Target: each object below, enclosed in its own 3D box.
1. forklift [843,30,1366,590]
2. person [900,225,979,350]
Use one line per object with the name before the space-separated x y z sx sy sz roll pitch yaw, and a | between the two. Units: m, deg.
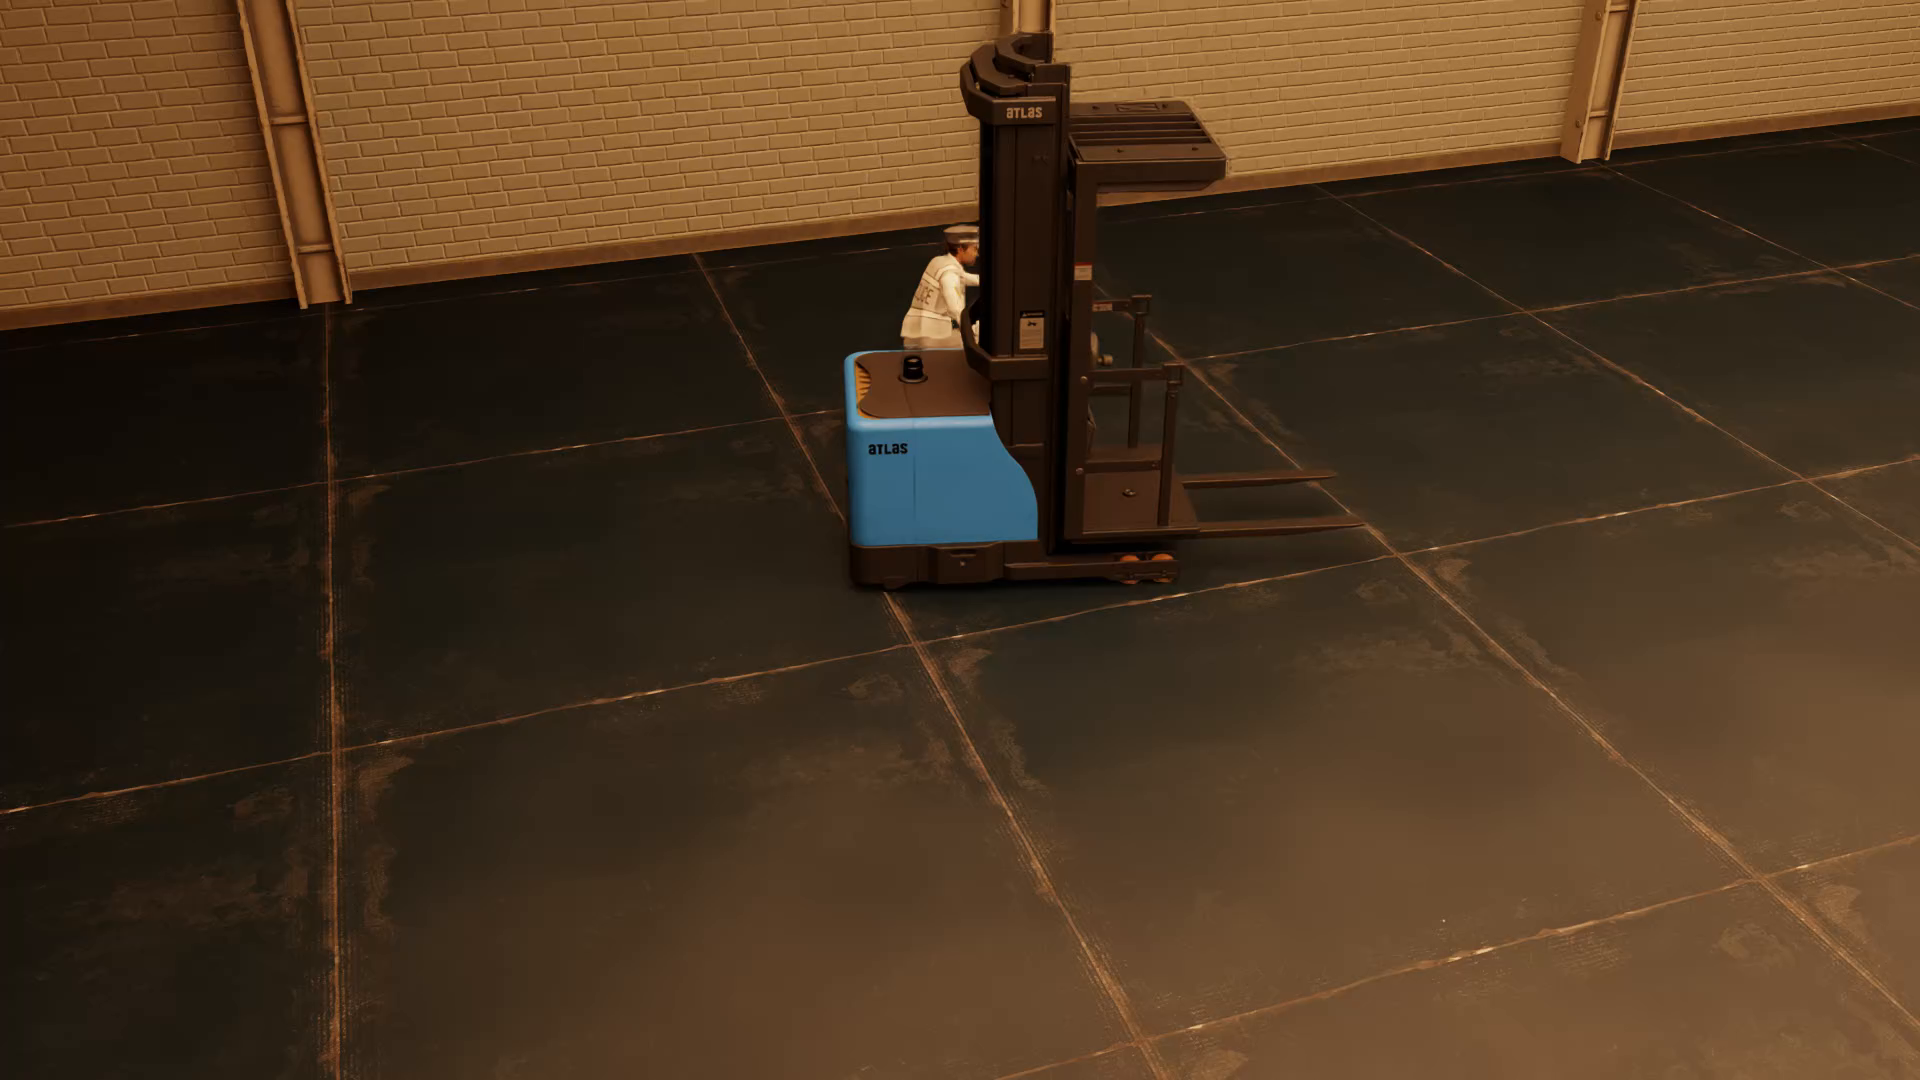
forklift | 0.847 -1.276 9.304 3.031 2.935 1.130 -2 30 -4
person | 0.047 -1.324 10.896 0.823 1.433 0.908 -18 35 -28
